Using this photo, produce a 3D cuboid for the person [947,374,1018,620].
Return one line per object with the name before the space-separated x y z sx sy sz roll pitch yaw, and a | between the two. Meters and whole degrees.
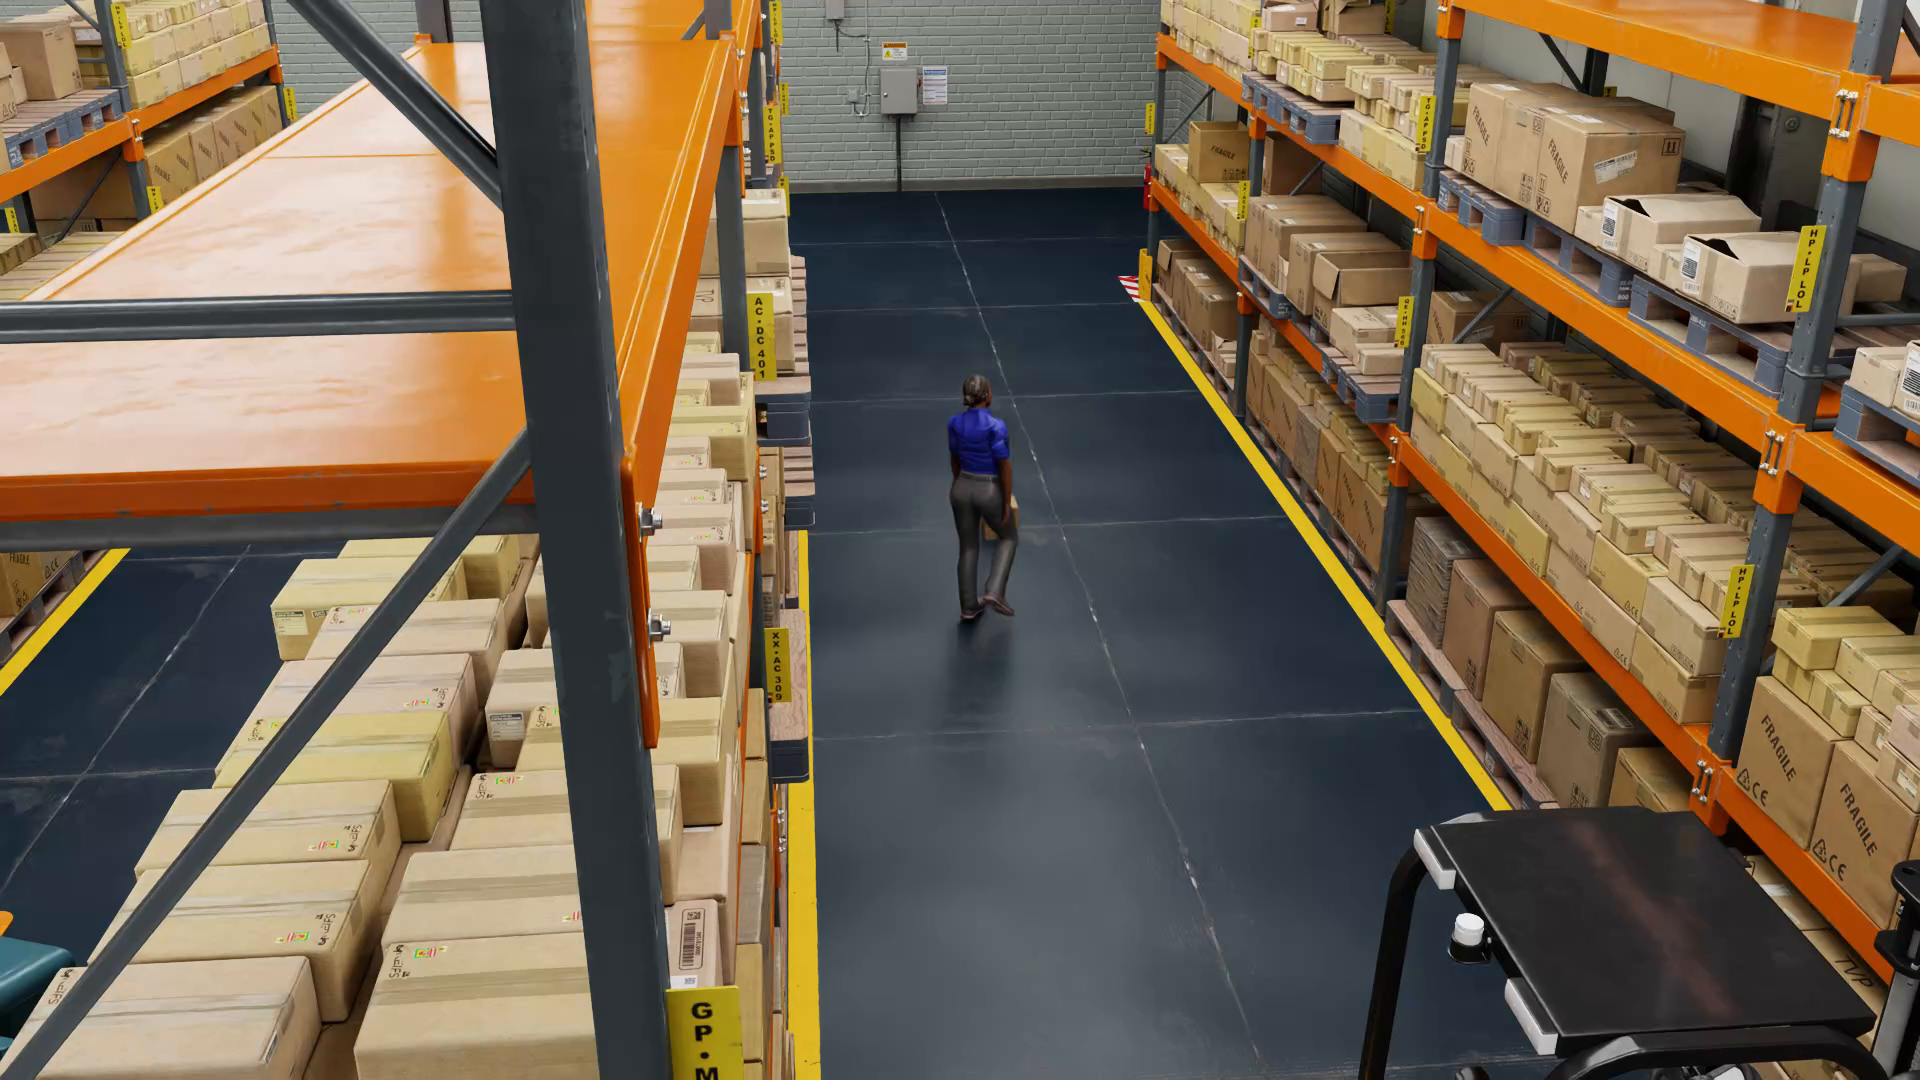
person | 0.146 -0.271 10.894 0.522 1.641 0.470 10 26 21
